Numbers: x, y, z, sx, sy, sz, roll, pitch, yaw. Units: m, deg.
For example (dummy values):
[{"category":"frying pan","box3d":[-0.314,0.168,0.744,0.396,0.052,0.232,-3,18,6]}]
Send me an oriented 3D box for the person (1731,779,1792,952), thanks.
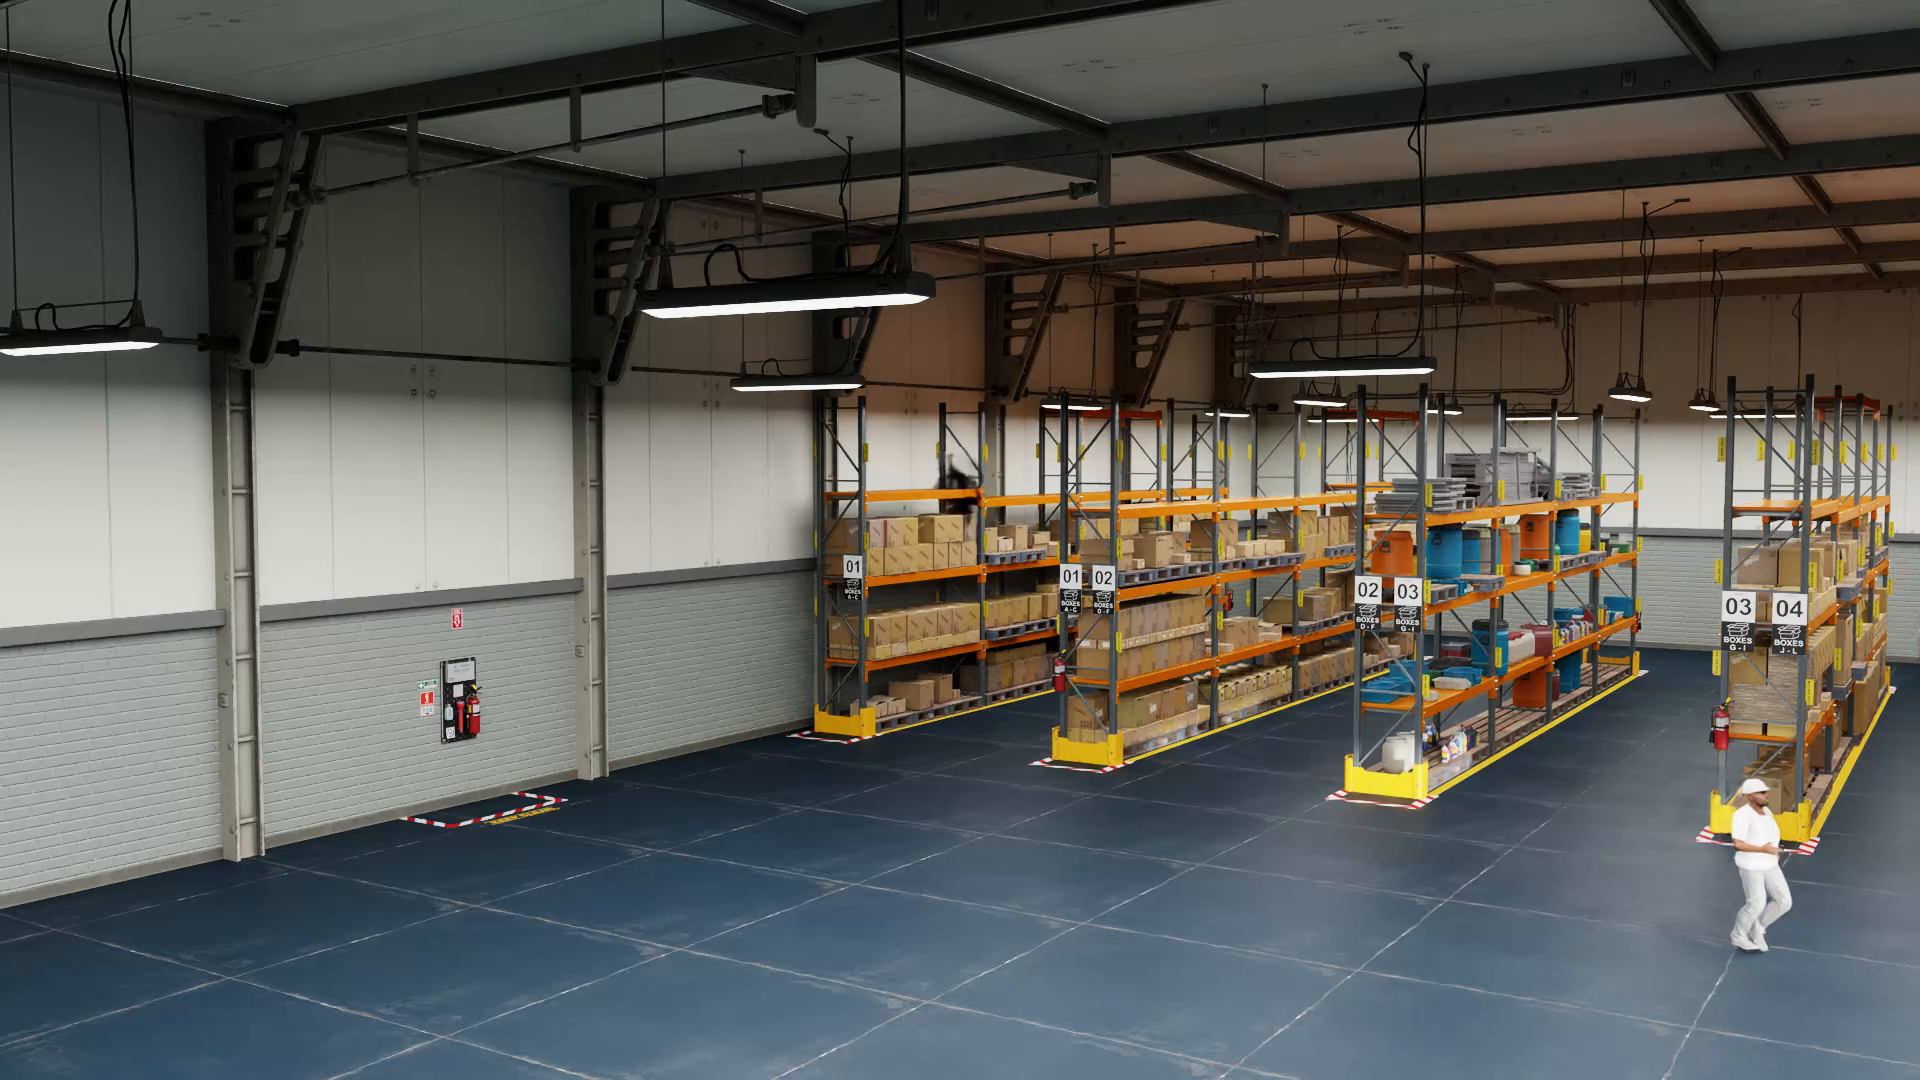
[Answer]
[{"category":"person","box3d":[7.991,3.257,16.550,0.680,1.754,0.629,-2,3,-29]}]
